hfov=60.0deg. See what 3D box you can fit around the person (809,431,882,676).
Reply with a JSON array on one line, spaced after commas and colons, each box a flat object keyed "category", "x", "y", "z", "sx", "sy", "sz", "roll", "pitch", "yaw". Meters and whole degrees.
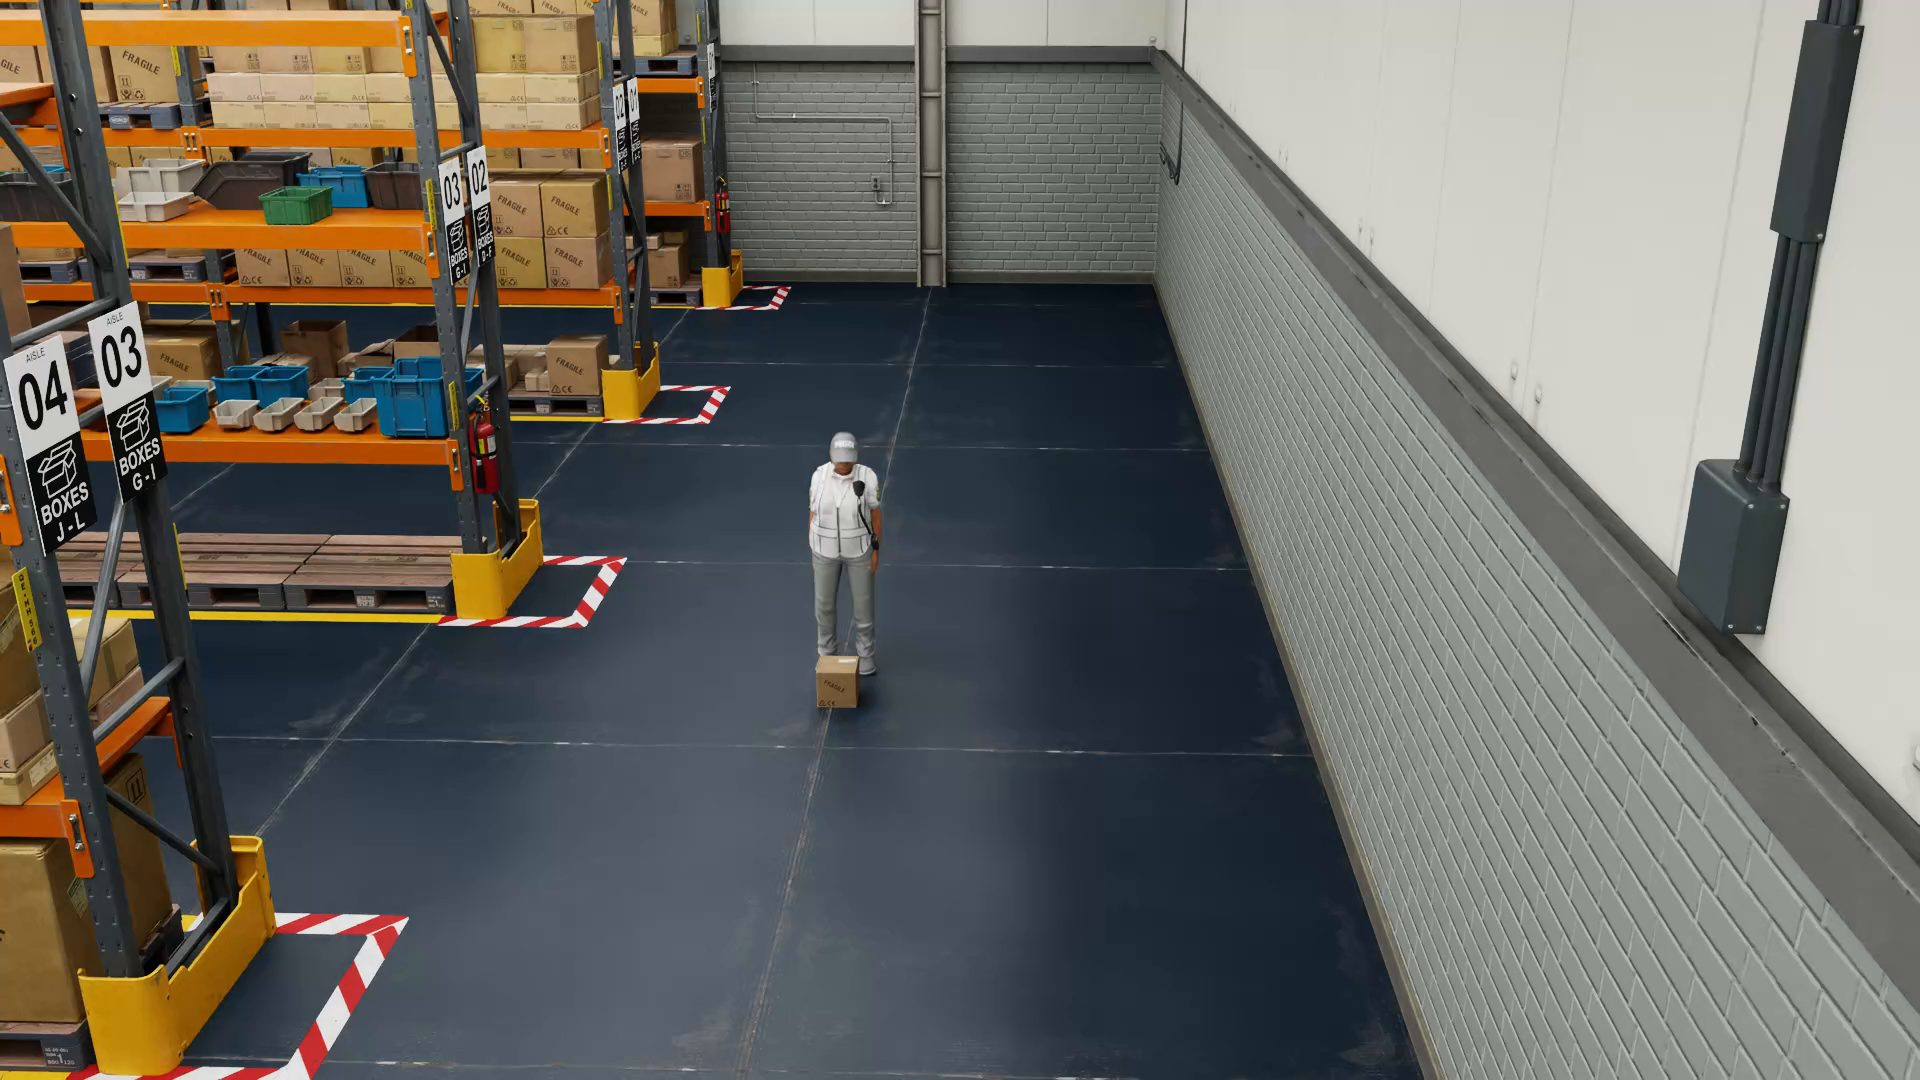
[{"category": "person", "x": -0.744, "y": 0.085, "z": 10.871, "sx": 0.470, "sy": 1.658, "sz": 0.390, "roll": 1, "pitch": 21, "yaw": 3}]
